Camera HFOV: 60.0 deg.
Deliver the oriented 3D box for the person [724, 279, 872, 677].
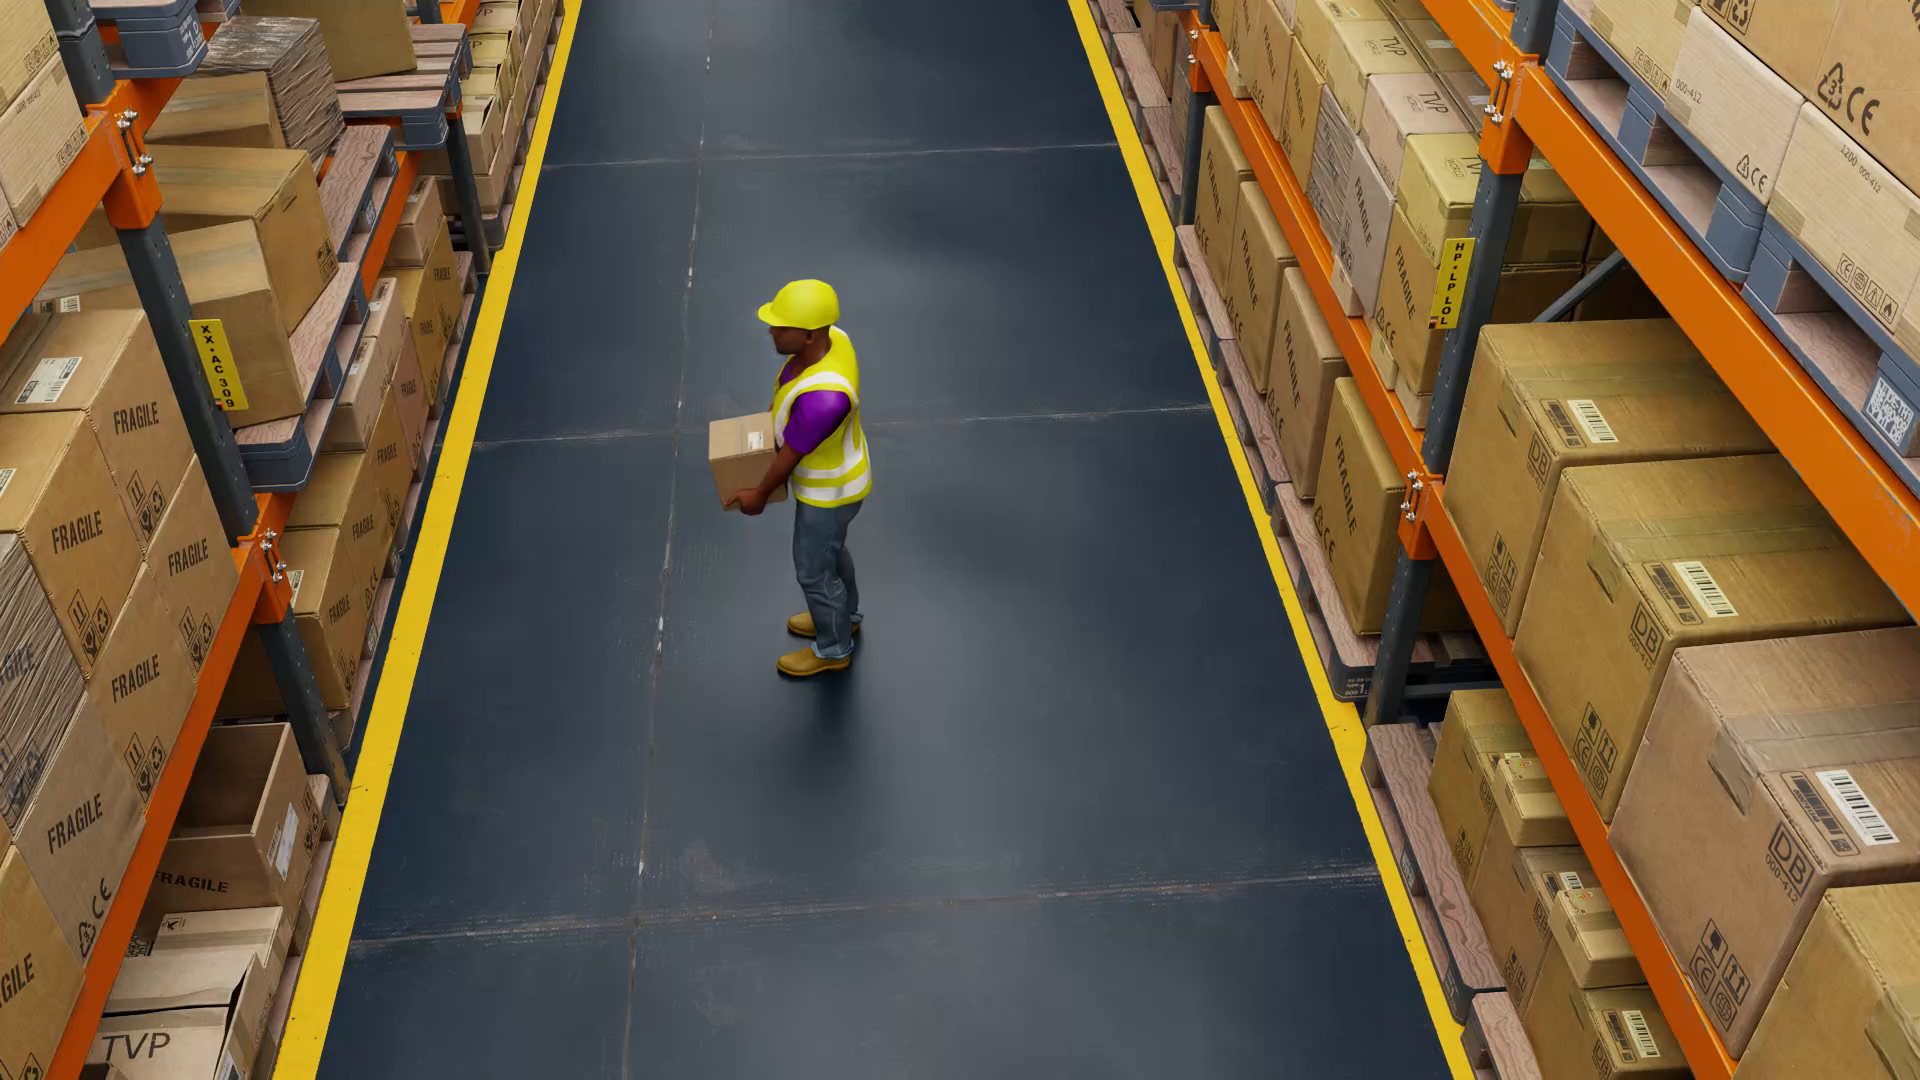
[{"bbox_3d":[-0.622,-0.220,6.410,0.566,1.762,0.505,-4,39,-5],"label":"person"}]
